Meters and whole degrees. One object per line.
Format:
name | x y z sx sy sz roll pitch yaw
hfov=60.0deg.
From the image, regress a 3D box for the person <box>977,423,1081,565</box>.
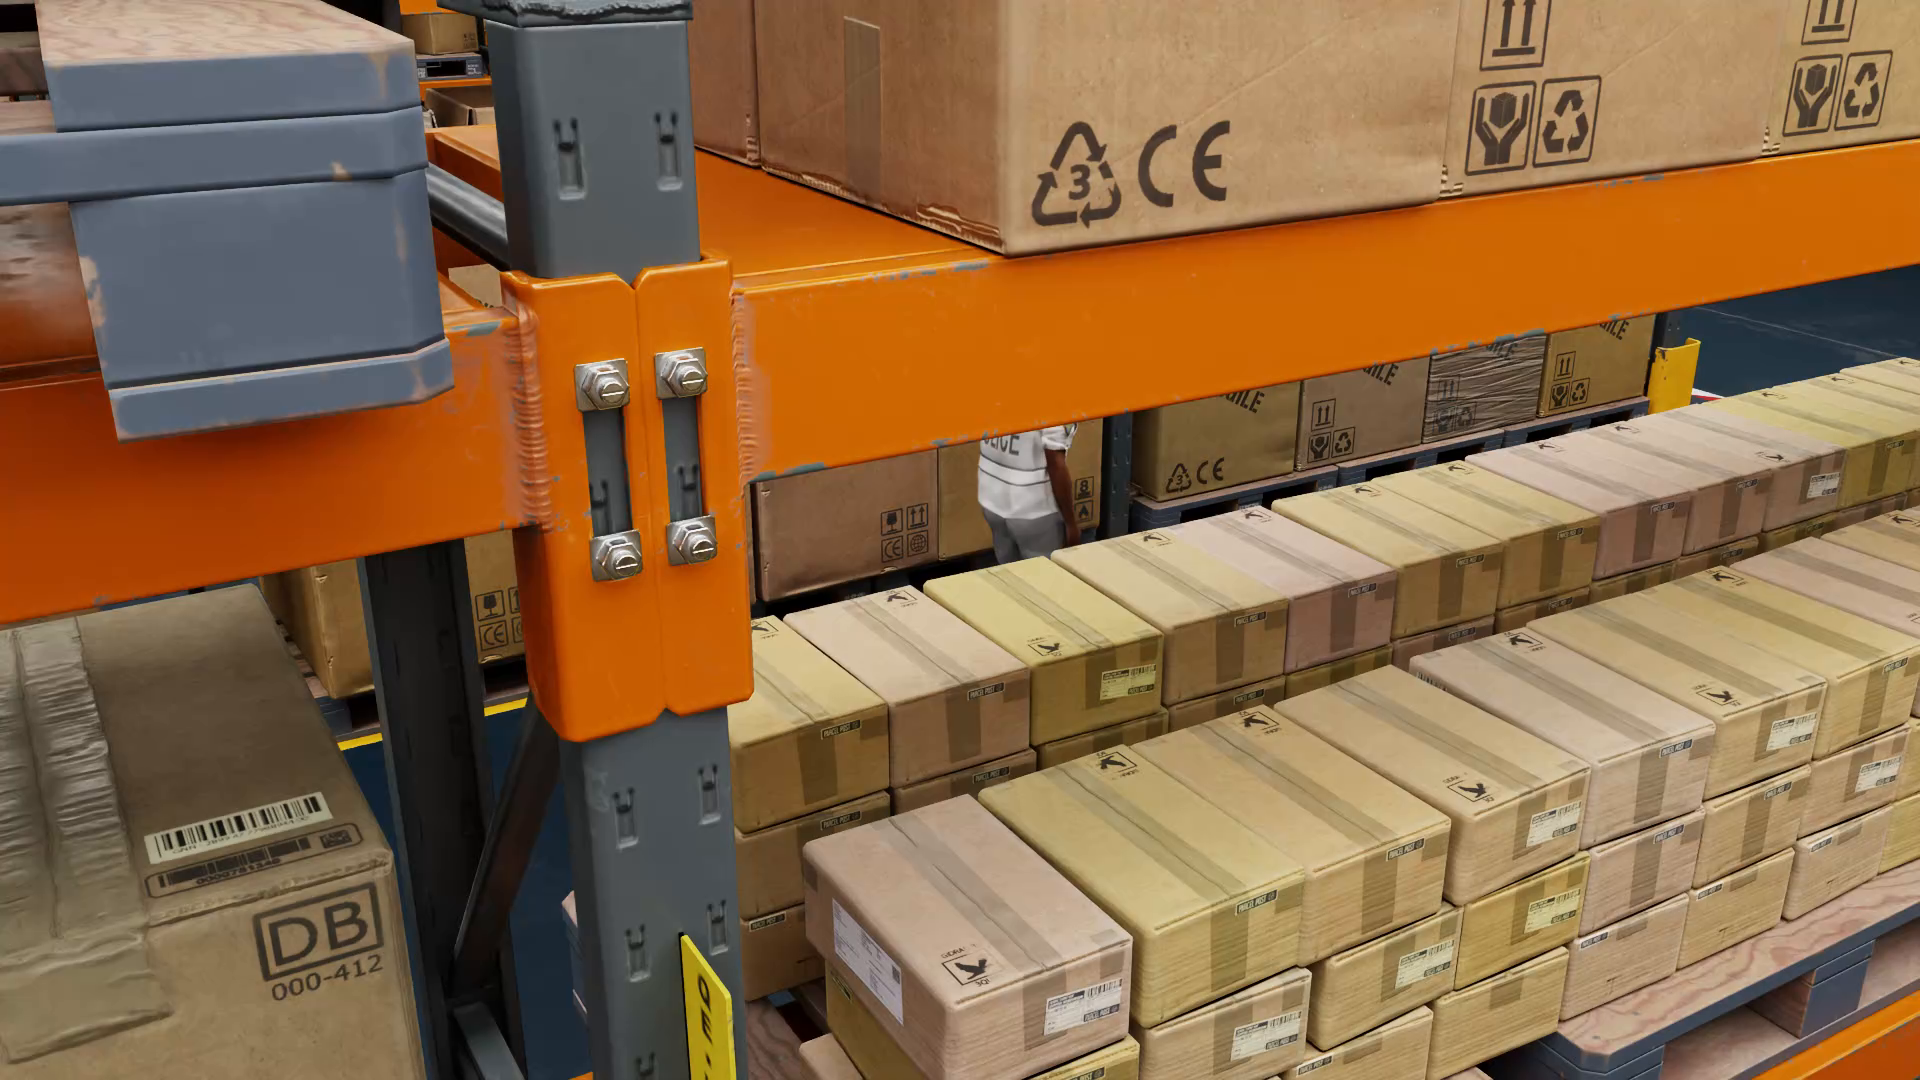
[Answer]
person | 0.291 -0.119 6.389 0.397 1.656 0.517 -14 26 -31
